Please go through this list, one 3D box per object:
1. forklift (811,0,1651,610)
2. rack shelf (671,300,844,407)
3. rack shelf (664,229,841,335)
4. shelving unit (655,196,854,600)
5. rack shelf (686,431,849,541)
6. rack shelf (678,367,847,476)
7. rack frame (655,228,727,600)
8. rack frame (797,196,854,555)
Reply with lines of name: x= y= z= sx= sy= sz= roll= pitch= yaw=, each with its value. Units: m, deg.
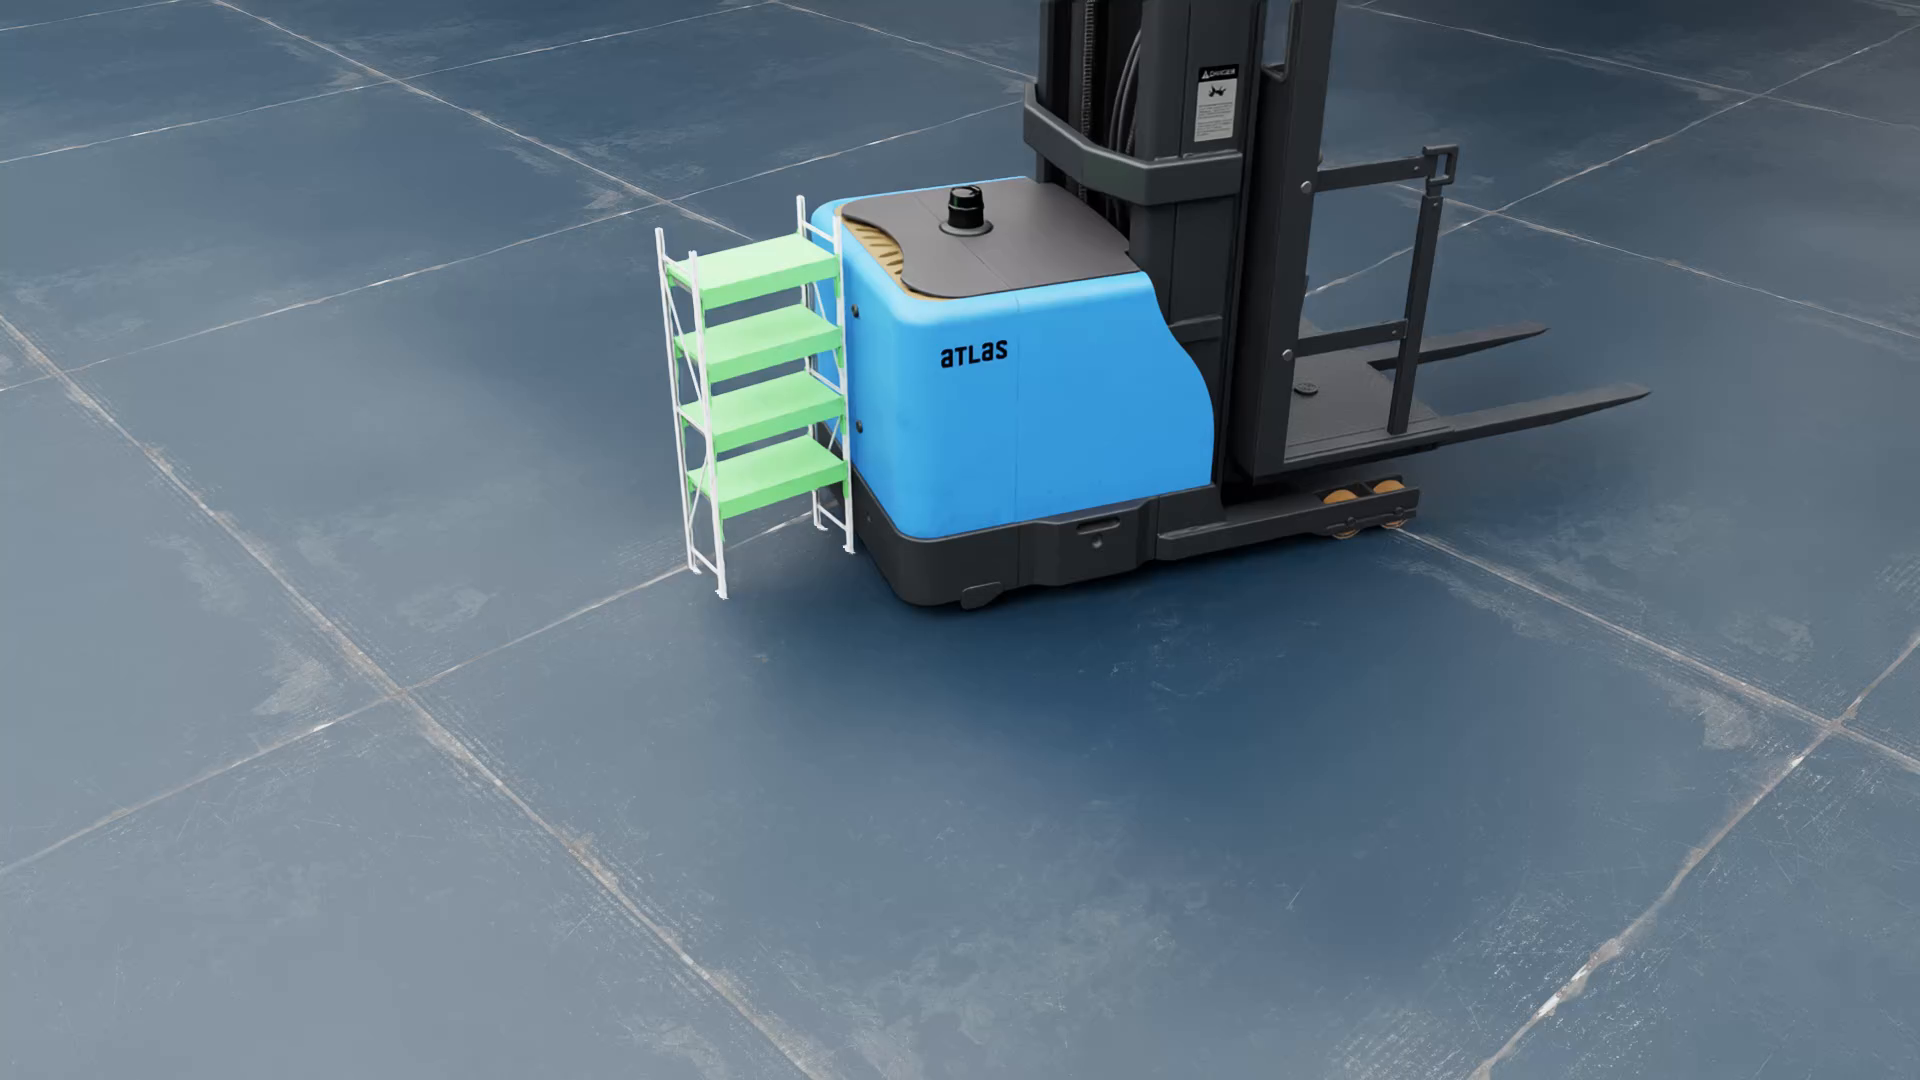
forklift: x=1.062 y=-1.500 z=5.394 sx=3.031 sy=2.935 sz=1.130 roll=-11 pitch=33 yaw=-18
rack shelf: x=-0.637 y=-0.593 z=5.231 sx=0.480 sy=0.148 sz=0.258 roll=-20 pitch=37 yaw=-29
rack shelf: x=-0.637 y=-0.797 z=5.106 sx=0.480 sy=0.148 sz=0.258 roll=-20 pitch=37 yaw=-29
shelving unit: x=-0.637 y=-0.442 z=5.323 sx=0.503 sy=1.200 sz=0.258 roll=-20 pitch=37 yaw=-29
rack shelf: x=-0.637 y=-0.183 z=5.482 sx=0.480 sy=0.148 sz=0.258 roll=-20 pitch=37 yaw=-29
rack shelf: x=-0.637 y=-0.388 z=5.357 sx=0.480 sy=0.148 sz=0.258 roll=-20 pitch=37 yaw=-29
rack frame: x=-0.836 y=-0.369 z=5.204 sx=0.015 sy=1.200 sz=0.240 roll=-20 pitch=37 yaw=-29
rack frame: x=-0.437 y=-0.515 z=5.443 sx=0.015 sy=1.200 sz=0.240 roll=-20 pitch=37 yaw=-29
